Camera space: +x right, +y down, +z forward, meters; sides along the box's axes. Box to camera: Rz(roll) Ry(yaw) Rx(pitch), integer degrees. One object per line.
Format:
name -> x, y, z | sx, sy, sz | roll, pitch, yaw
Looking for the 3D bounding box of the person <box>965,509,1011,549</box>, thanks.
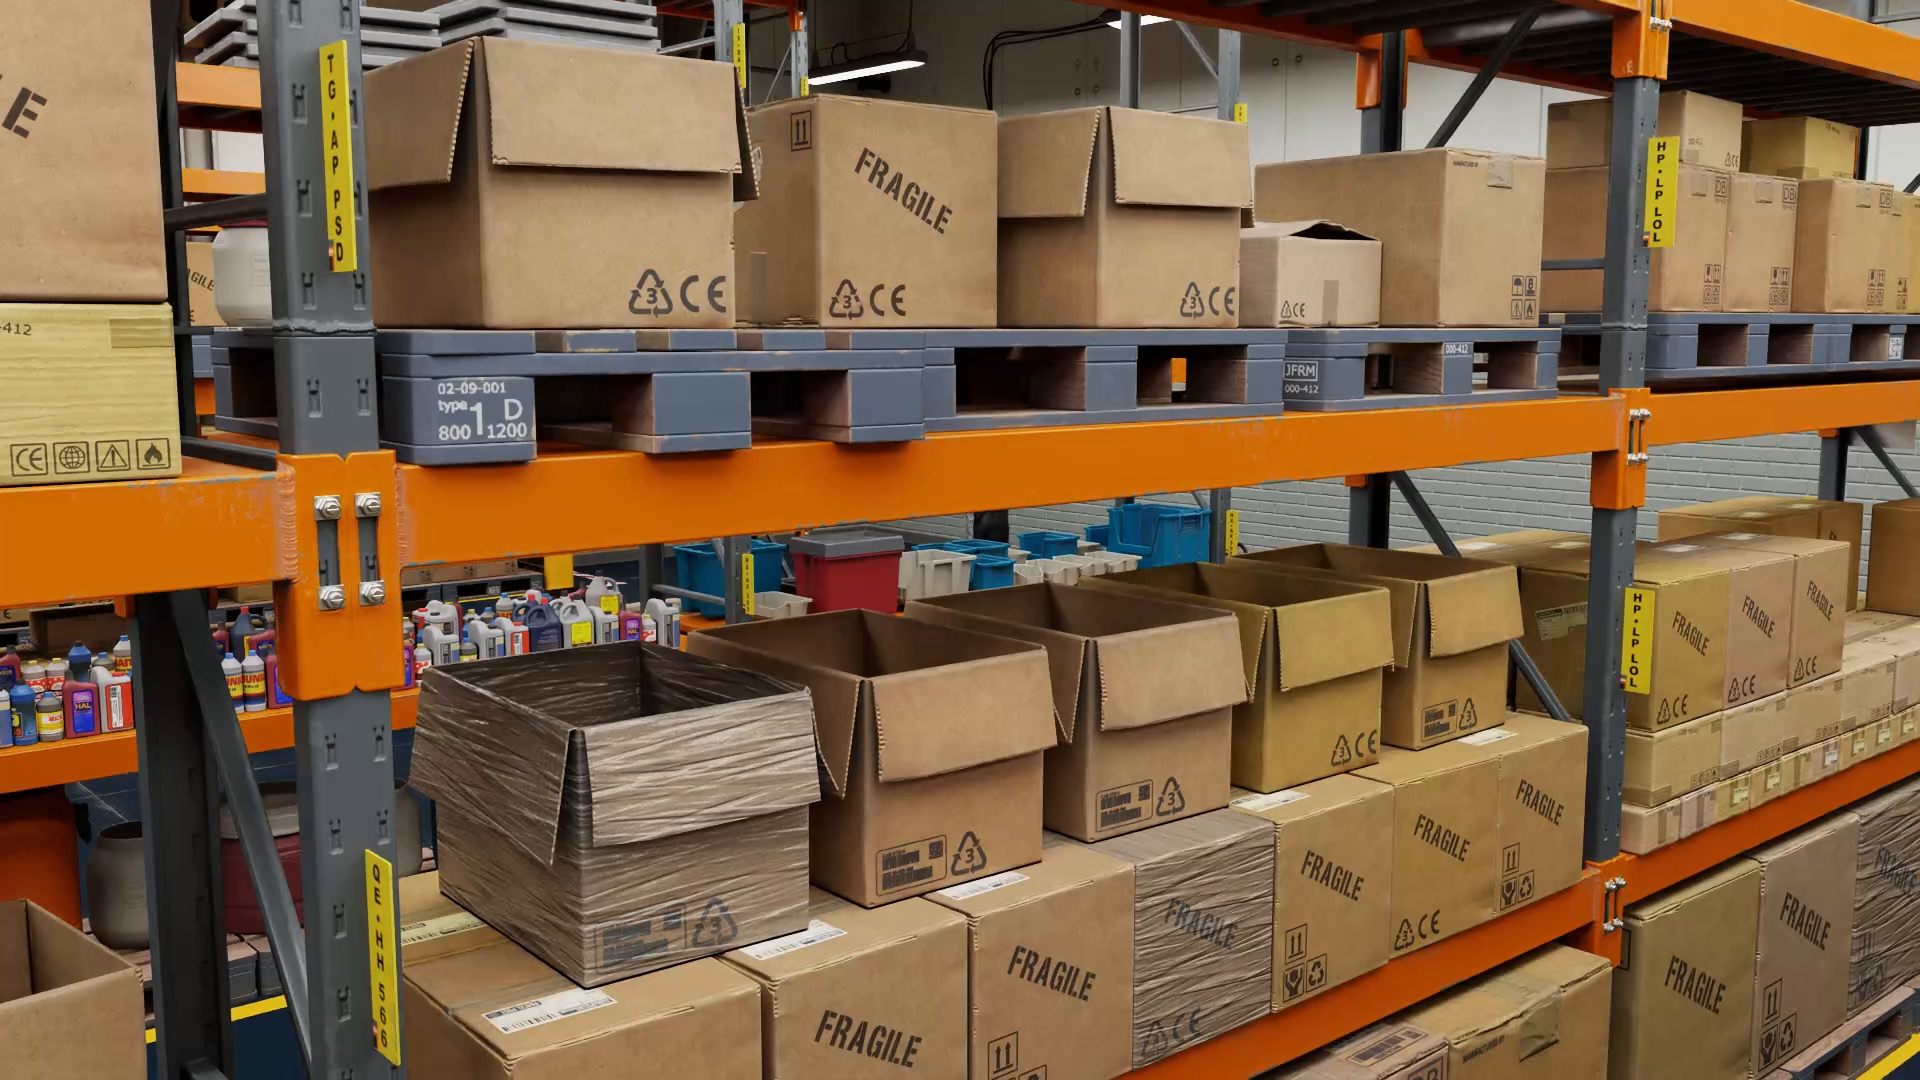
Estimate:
person -> 0.285, 0.092, 16.237 | 0.533, 1.724, 0.359 | -6, 10, -40
